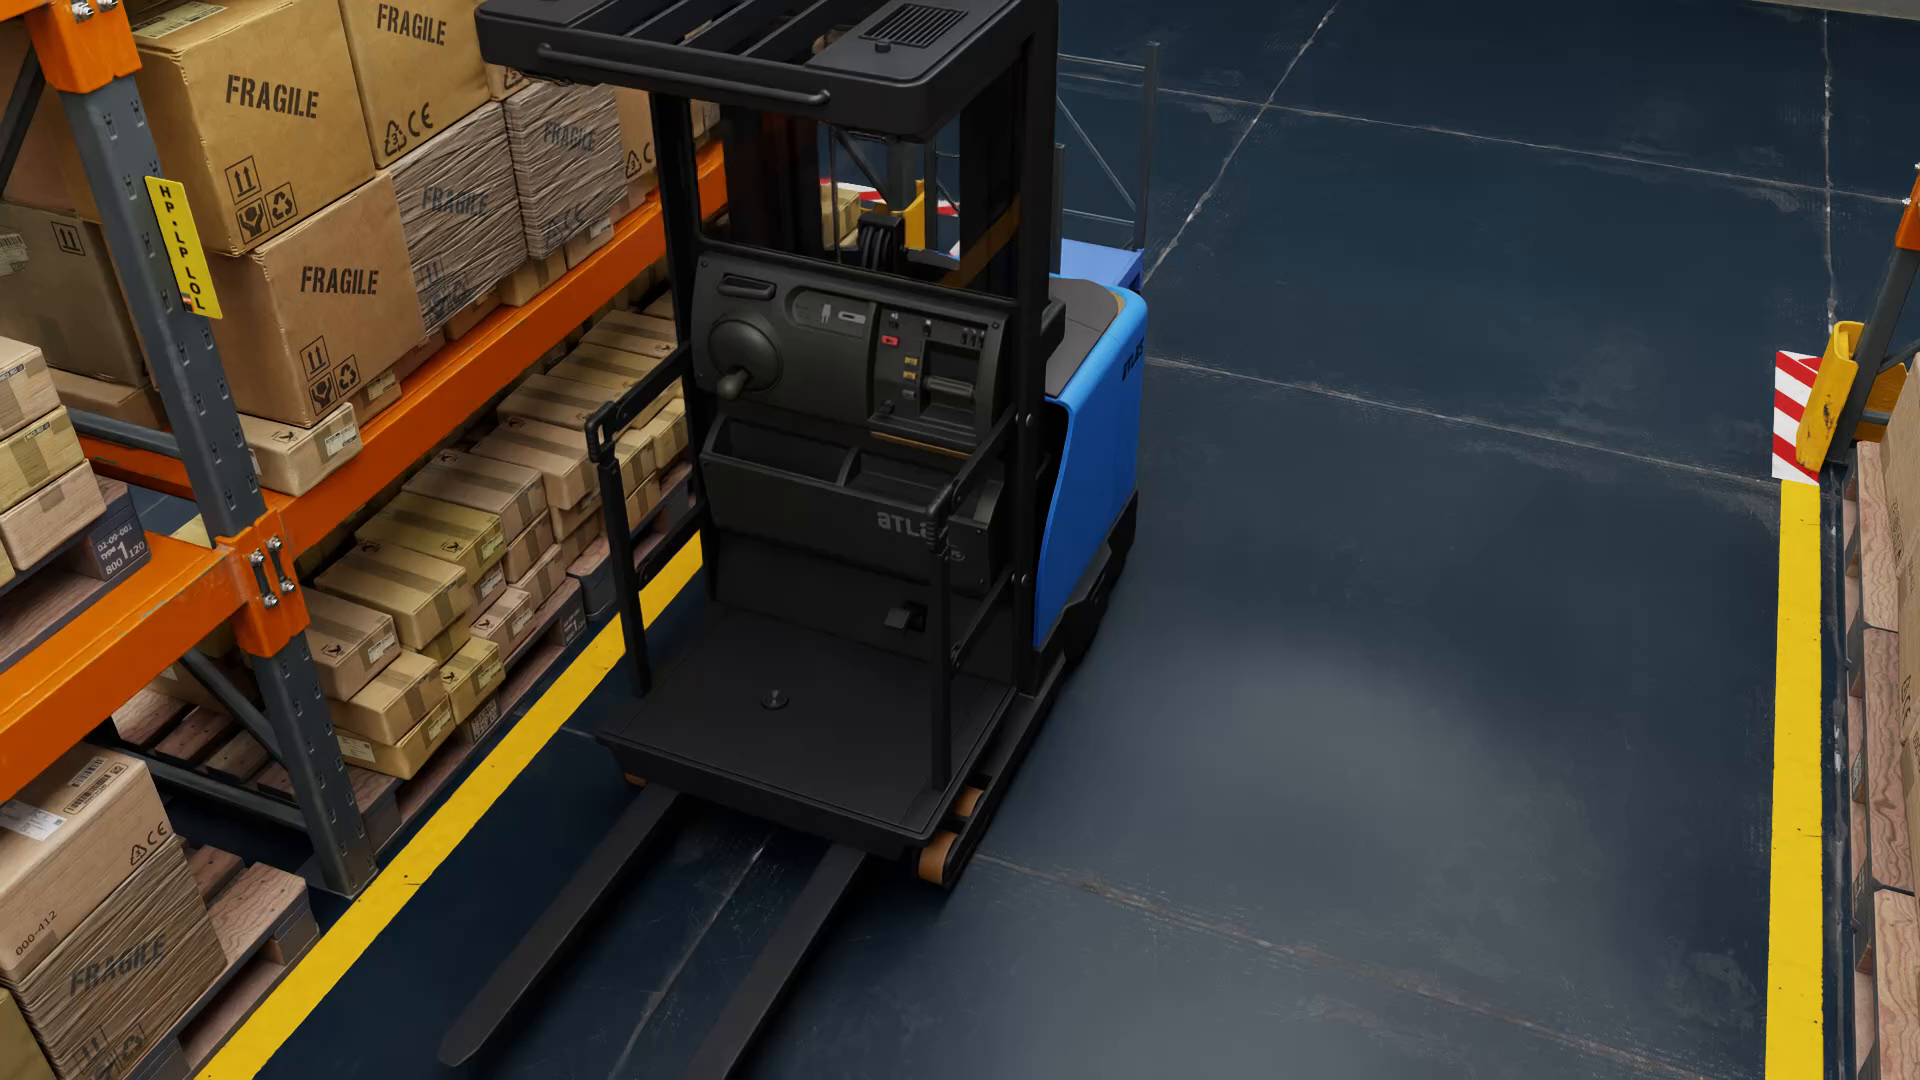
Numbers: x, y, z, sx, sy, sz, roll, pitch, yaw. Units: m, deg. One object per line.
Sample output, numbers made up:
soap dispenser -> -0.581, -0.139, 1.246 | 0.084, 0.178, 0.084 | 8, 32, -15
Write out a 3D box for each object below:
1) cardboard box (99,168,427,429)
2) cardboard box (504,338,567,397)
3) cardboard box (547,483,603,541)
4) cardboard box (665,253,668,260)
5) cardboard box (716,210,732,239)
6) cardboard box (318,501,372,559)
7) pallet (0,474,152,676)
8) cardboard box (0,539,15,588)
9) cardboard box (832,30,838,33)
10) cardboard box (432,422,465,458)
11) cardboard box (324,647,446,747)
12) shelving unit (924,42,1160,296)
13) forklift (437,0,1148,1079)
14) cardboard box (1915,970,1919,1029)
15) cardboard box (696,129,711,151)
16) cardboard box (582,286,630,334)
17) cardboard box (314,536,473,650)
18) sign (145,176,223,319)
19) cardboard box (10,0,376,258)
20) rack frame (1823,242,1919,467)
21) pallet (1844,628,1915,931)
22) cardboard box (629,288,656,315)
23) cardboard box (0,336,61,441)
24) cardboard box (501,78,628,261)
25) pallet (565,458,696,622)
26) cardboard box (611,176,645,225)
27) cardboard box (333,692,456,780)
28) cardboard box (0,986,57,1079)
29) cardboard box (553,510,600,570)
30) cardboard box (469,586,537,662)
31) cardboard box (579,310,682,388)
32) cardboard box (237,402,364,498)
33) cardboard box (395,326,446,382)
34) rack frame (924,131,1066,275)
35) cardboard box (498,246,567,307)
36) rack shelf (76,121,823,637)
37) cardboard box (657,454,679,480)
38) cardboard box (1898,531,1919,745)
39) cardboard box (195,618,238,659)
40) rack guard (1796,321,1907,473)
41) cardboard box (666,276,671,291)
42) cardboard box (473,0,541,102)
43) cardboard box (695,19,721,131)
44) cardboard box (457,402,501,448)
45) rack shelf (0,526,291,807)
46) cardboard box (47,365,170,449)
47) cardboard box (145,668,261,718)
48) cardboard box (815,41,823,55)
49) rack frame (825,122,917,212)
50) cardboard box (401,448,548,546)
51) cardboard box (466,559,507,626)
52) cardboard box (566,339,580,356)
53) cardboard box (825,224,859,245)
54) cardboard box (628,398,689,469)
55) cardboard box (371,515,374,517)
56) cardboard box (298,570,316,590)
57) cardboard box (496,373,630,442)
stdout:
cardboard box -> -1.784, -0.671, 4.310 | 0.500, 0.500, 0.500 | 13, 39, 17
cardboard box -> -1.687, -0.667, 6.170 | 0.380, 0.149, 0.250 | 14, 39, 18
cardboard box -> -1.467, -0.167, 5.750 | 0.380, 0.149, 0.250 | 16, 40, 20
cardboard box -> -1.405, -1.271, 6.978 | 0.380, 0.149, 0.250 | 14, 39, 18
cardboard box -> -0.799, -1.297, 7.013 | 0.380, 0.149, 0.250 | 15, 39, 19
cardboard box -> -2.162, -0.105, 5.419 | 0.380, 0.149, 0.250 | 13, 39, 17
pallet -> -2.631, 0.172, 3.674 | 1.003, 0.211, 1.213 | 14, 39, 18
cardboard box -> -2.272, 0.047, 3.541 | 0.380, 0.149, 0.250 | 14, 39, 18
cardboard box -> -0.616, -2.361, 6.571 | 0.500, 0.500, 0.500 | 15, 39, 19
cardboard box -> -1.974, -0.402, 5.816 | 0.380, 0.149, 0.250 | 12, 38, 16
cardboard box -> -1.772, 0.432, 4.948 | 0.380, 0.149, 0.250 | 16, 40, 20
shelving unit -> 0.314, -1.034, 6.381 | 0.538, 1.500, 1.048 | 14, 39, 18
forklift -> -0.402, -0.454, 4.409 | 1.130, 2.935, 3.031 | 14, 39, 18
cardboard box -> 2.749, 1.312, 3.779 | 0.875, 0.438, 0.875 | 13, 39, 17
cardboard box -> -1.118, -1.471, 5.922 | 0.380, 0.149, 0.250 | 12, 38, 16
cardboard box -> -1.537, -0.963, 6.567 | 0.380, 0.149, 0.250 | 15, 39, 20
cardboard box -> -1.723, 0.158, 5.066 | 0.380, 0.149, 0.250 | 16, 40, 20
sign -> -1.691, -0.634, 3.625 | 0.100, 0.325, 0.005 | 14, 39, 18
cardboard box -> -1.808, -1.049, 3.980 | 0.500, 0.500, 0.500 | 15, 39, 19
rack frame -> 3.933, -1.438, 5.668 | 1.000, 3.000, 0.127 | 14, 39, 18
pallet -> 3.235, 0.813, 4.986 | 1.003, 0.211, 1.213 | 14, 39, 18
cardboard box -> -1.486, -1.011, 6.880 | 0.380, 0.149, 0.250 | 15, 39, 19
cardboard box -> -2.178, -0.334, 3.553 | 0.380, 0.149, 0.250 | 16, 40, 20
cardboard box -> -1.377, -1.217, 5.041 | 0.500, 0.500, 0.500 | 13, 39, 17
pallet -> -1.520, -0.235, 6.389 | 1.003, 0.211, 1.213 | 14, 39, 18
cardboard box -> -1.280, -1.175, 5.527 | 0.380, 0.149, 0.250 | 15, 39, 19
cardboard box -> -1.770, 0.551, 5.038 | 0.380, 0.149, 0.250 | 12, 38, 16
cardboard box -> -2.450, 1.290, 3.756 | 0.500, 0.500, 0.500 | 13, 39, 17
cardboard box -> -1.502, -0.055, 5.848 | 0.380, 0.149, 0.250 | 12, 38, 16
cardboard box -> -1.622, 0.254, 5.435 | 0.380, 0.149, 0.250 | 14, 39, 18
cardboard box -> -1.191, -0.714, 6.233 | 0.380, 0.149, 0.250 | 13, 39, 16
cardboard box -> -1.795, -0.276, 4.324 | 0.380, 0.149, 0.250 | 15, 39, 19
cardboard box -> -1.713, -0.596, 4.751 | 0.380, 0.149, 0.250 | 12, 38, 16
rack frame -> 0.113, -0.755, 6.007 | 0.500, 1.500, 0.032 | 14, 39, 18
cardboard box -> -1.447, -0.870, 5.118 | 0.380, 0.149, 0.250 | 15, 39, 19
rack shelf -> -1.444, -1.114, 5.835 | 1.077, 0.370, 4.000 | 14, 39, 18
cardboard box -> -1.284, -0.340, 6.229 | 0.380, 0.149, 0.250 | 15, 39, 19
cardboard box -> 3.434, 0.317, 5.109 | 0.875, 0.438, 0.875 | 15, 39, 19
cardboard box -> -2.311, 0.185, 5.031 | 0.380, 0.149, 0.250 | 15, 39, 19
rack guard -> 3.942, -0.450, 6.434 | 1.175, 0.500, 0.348 | 14, 39, 18
cardboard box -> -0.937, -0.996, 6.610 | 0.380, 0.149, 0.250 | 12, 39, 16
cardboard box -> -1.405, -1.611, 4.733 | 0.500, 0.500, 0.500 | 14, 39, 18
cardboard box -> -1.001, -1.794, 5.813 | 0.500, 0.500, 0.500 | 14, 39, 18
cardboard box -> -1.817, -0.398, 6.059 | 0.380, 0.149, 0.250 | 12, 38, 16
rack shelf -> -2.966, 1.101, 2.873 | 1.077, 0.370, 4.000 | 14, 39, 18
cardboard box -> -2.313, -0.405, 4.497 | 0.380, 0.149, 0.250 | 13, 39, 17
cardboard box -> -2.371, 0.384, 5.261 | 0.380, 0.149, 0.250 | 14, 39, 18
cardboard box -> -0.757, -1.892, 6.486 | 0.380, 0.149, 0.250 | 13, 39, 17
rack frame -> -0.684, -2.509, 7.102 | 1.000, 3.000, 0.127 | 14, 39, 18
cardboard box -> -1.594, -0.142, 5.469 | 0.380, 0.149, 0.250 | 13, 39, 17
cardboard box -> -1.699, 0.129, 5.355 | 0.380, 0.149, 0.250 | 14, 39, 17
cardboard box -> -1.564, -0.683, 6.441 | 0.380, 0.149, 0.250 | 16, 40, 20
cardboard box -> -0.620, -1.297, 7.262 | 0.380, 0.149, 0.250 | 13, 39, 17
cardboard box -> -1.195, -0.423, 6.093 | 0.380, 0.149, 0.250 | 14, 39, 18
cardboard box -> -2.016, -0.108, 5.671 | 0.380, 0.149, 0.250 | 14, 39, 18
cardboard box -> -2.288, 0.161, 5.312 | 0.380, 0.149, 0.250 | 12, 38, 16
cardboard box -> -1.395, -0.434, 5.859 | 0.380, 0.149, 0.250 | 12, 38, 16
